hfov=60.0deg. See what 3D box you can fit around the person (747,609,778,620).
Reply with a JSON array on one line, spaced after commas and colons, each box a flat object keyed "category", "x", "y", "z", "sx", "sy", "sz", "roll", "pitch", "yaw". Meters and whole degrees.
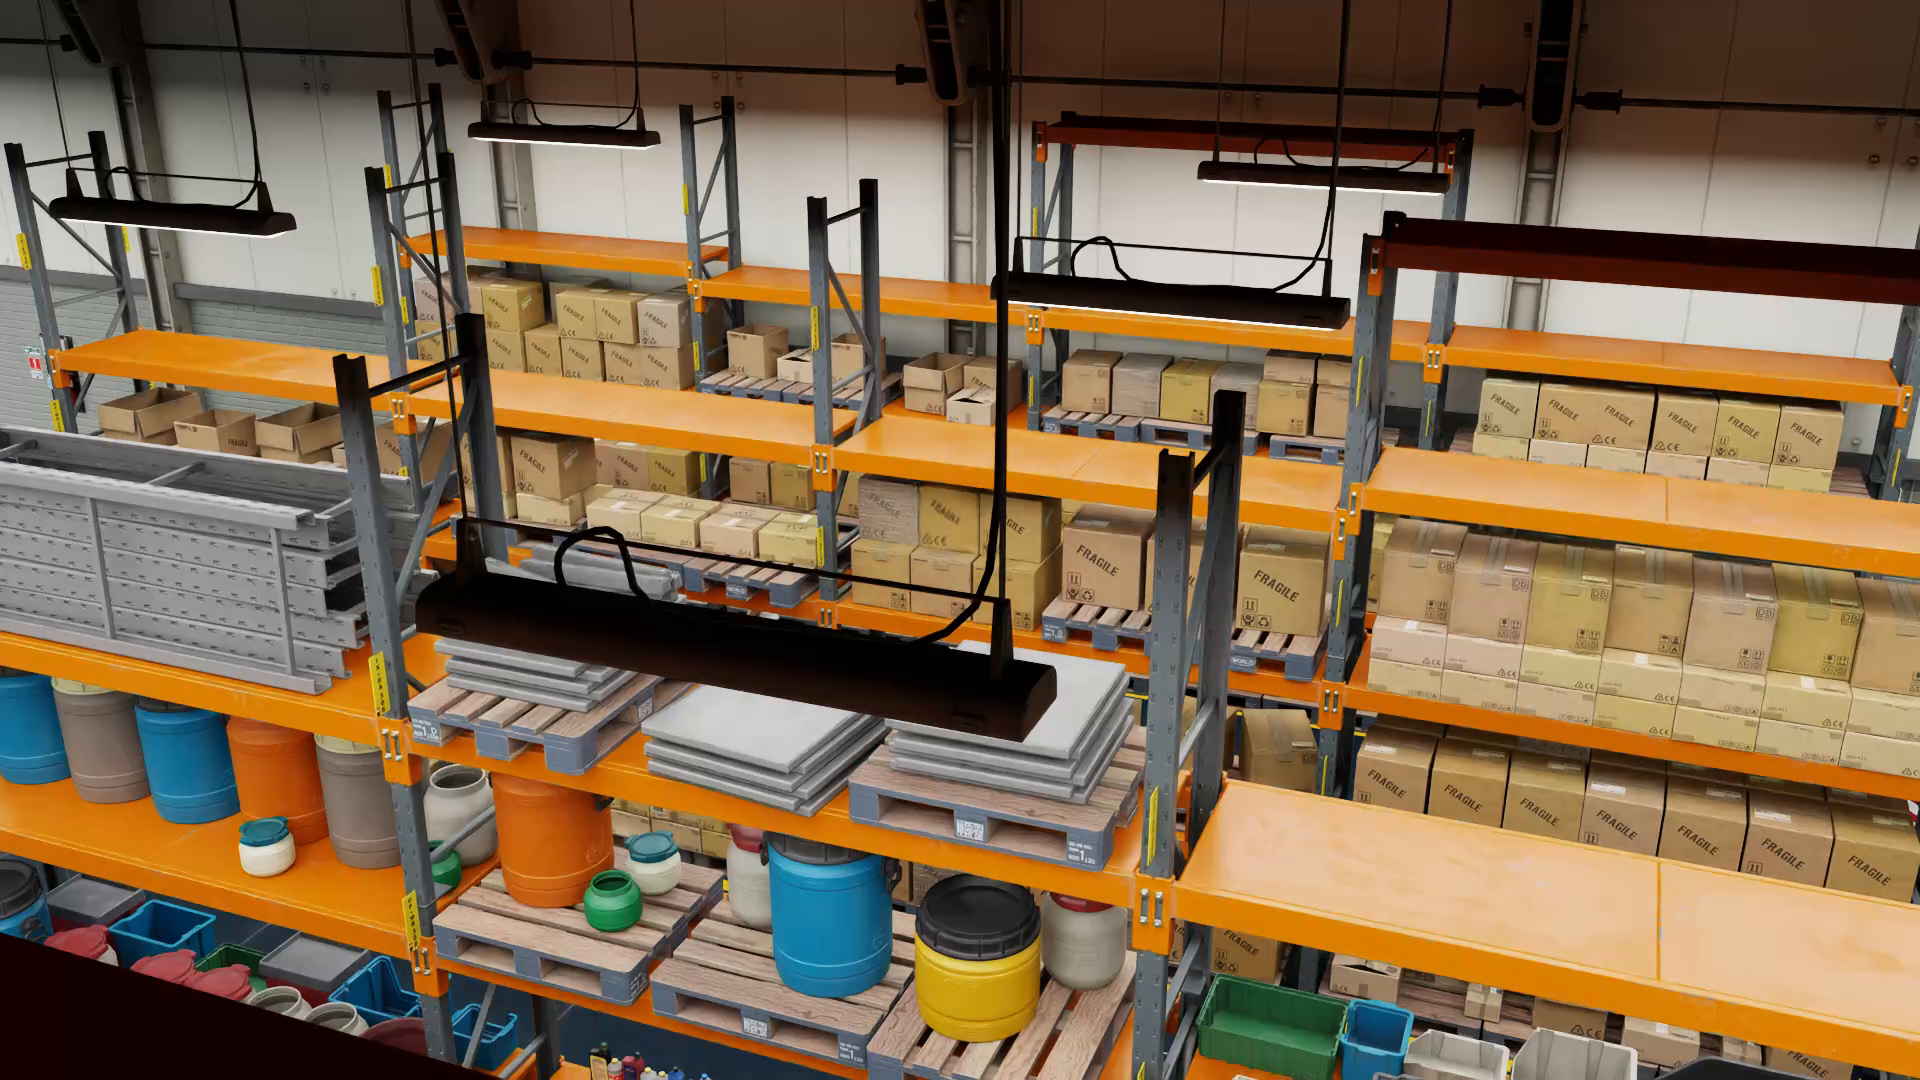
[{"category": "person", "x": -2.230, "y": 0.871, "z": 17.668, "sx": 0.680, "sy": 1.814, "sz": 0.570, "roll": -1, "pitch": 21, "yaw": -3}]
